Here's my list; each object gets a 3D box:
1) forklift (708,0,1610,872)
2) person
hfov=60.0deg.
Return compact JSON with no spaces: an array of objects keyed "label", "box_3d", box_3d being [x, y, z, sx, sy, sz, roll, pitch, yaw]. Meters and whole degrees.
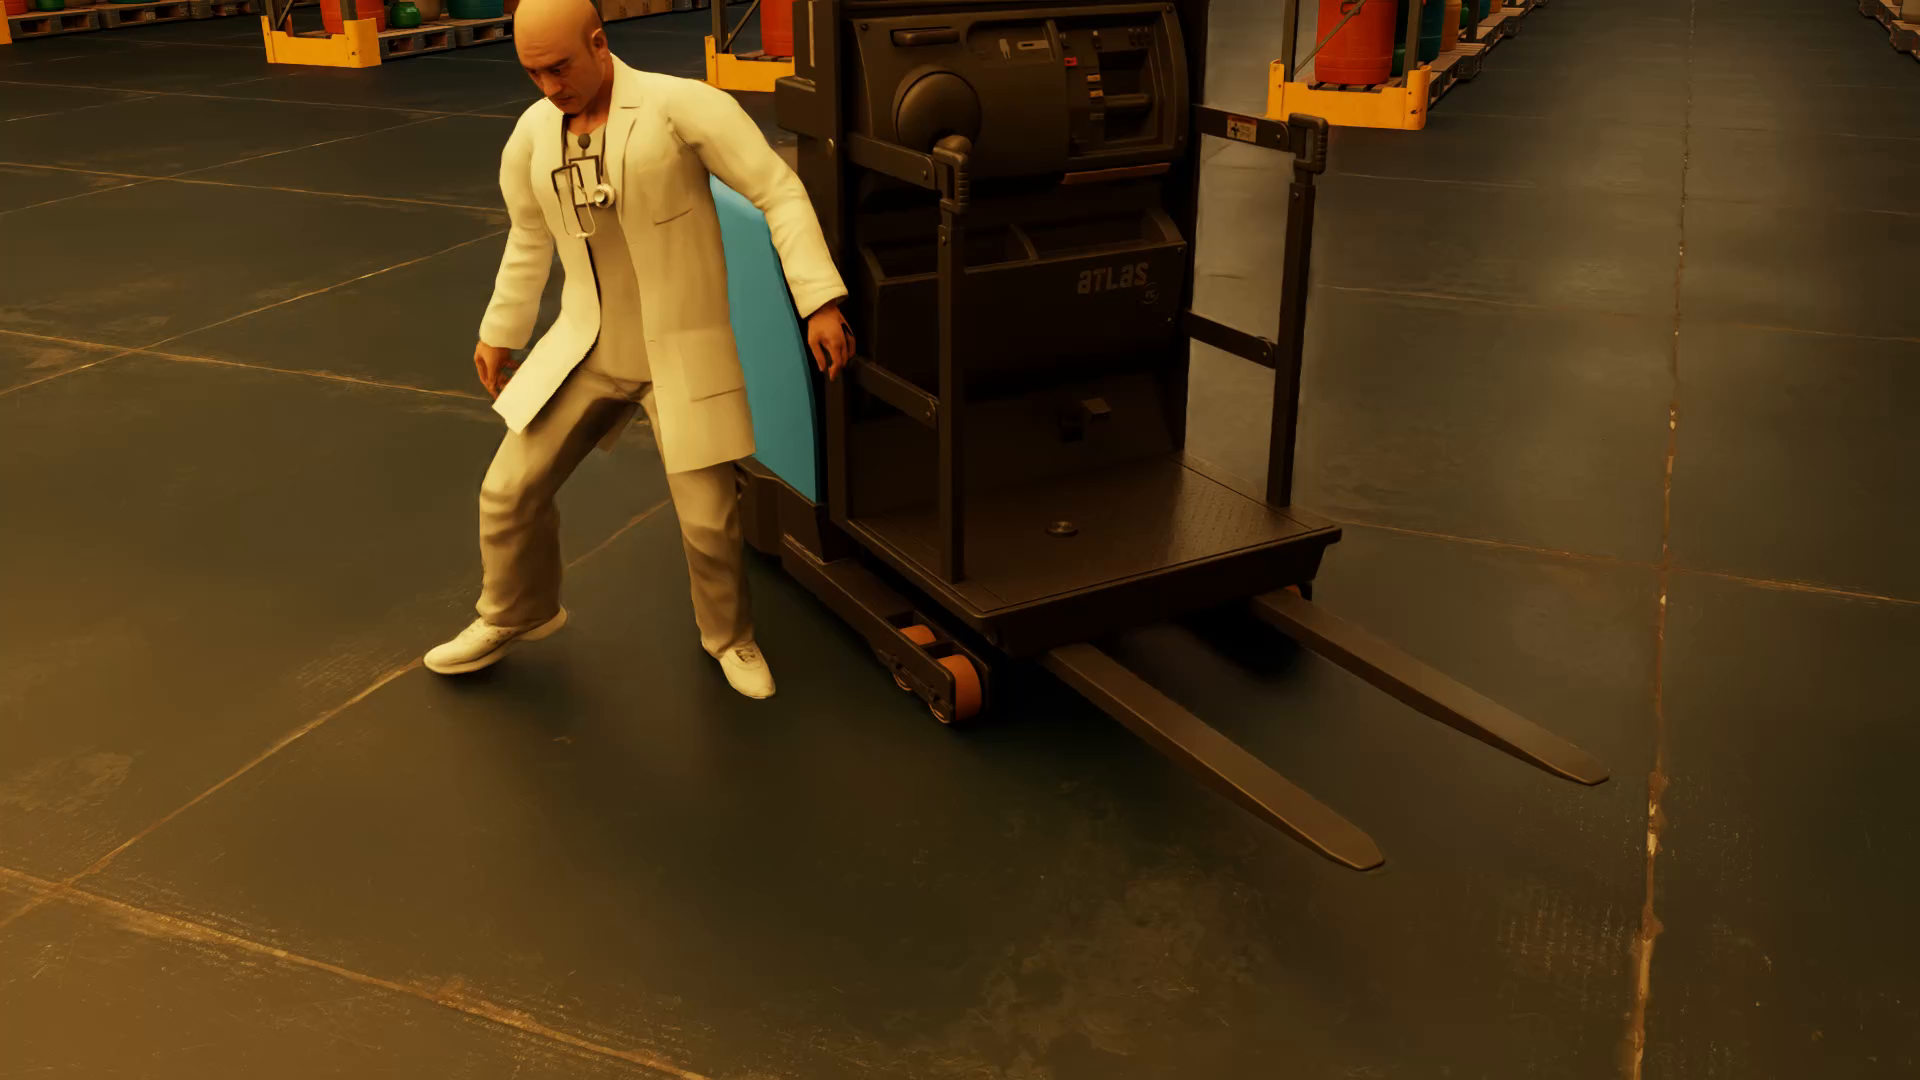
[{"label":"forklift","box_3d":[0.277,-1.109,3.946,1.130,2.935,3.031,-12,26,-27]},{"label":"person","box_3d":[-0.779,-0.423,3.931,1.138,1.719,0.494,5,23,12]}]
